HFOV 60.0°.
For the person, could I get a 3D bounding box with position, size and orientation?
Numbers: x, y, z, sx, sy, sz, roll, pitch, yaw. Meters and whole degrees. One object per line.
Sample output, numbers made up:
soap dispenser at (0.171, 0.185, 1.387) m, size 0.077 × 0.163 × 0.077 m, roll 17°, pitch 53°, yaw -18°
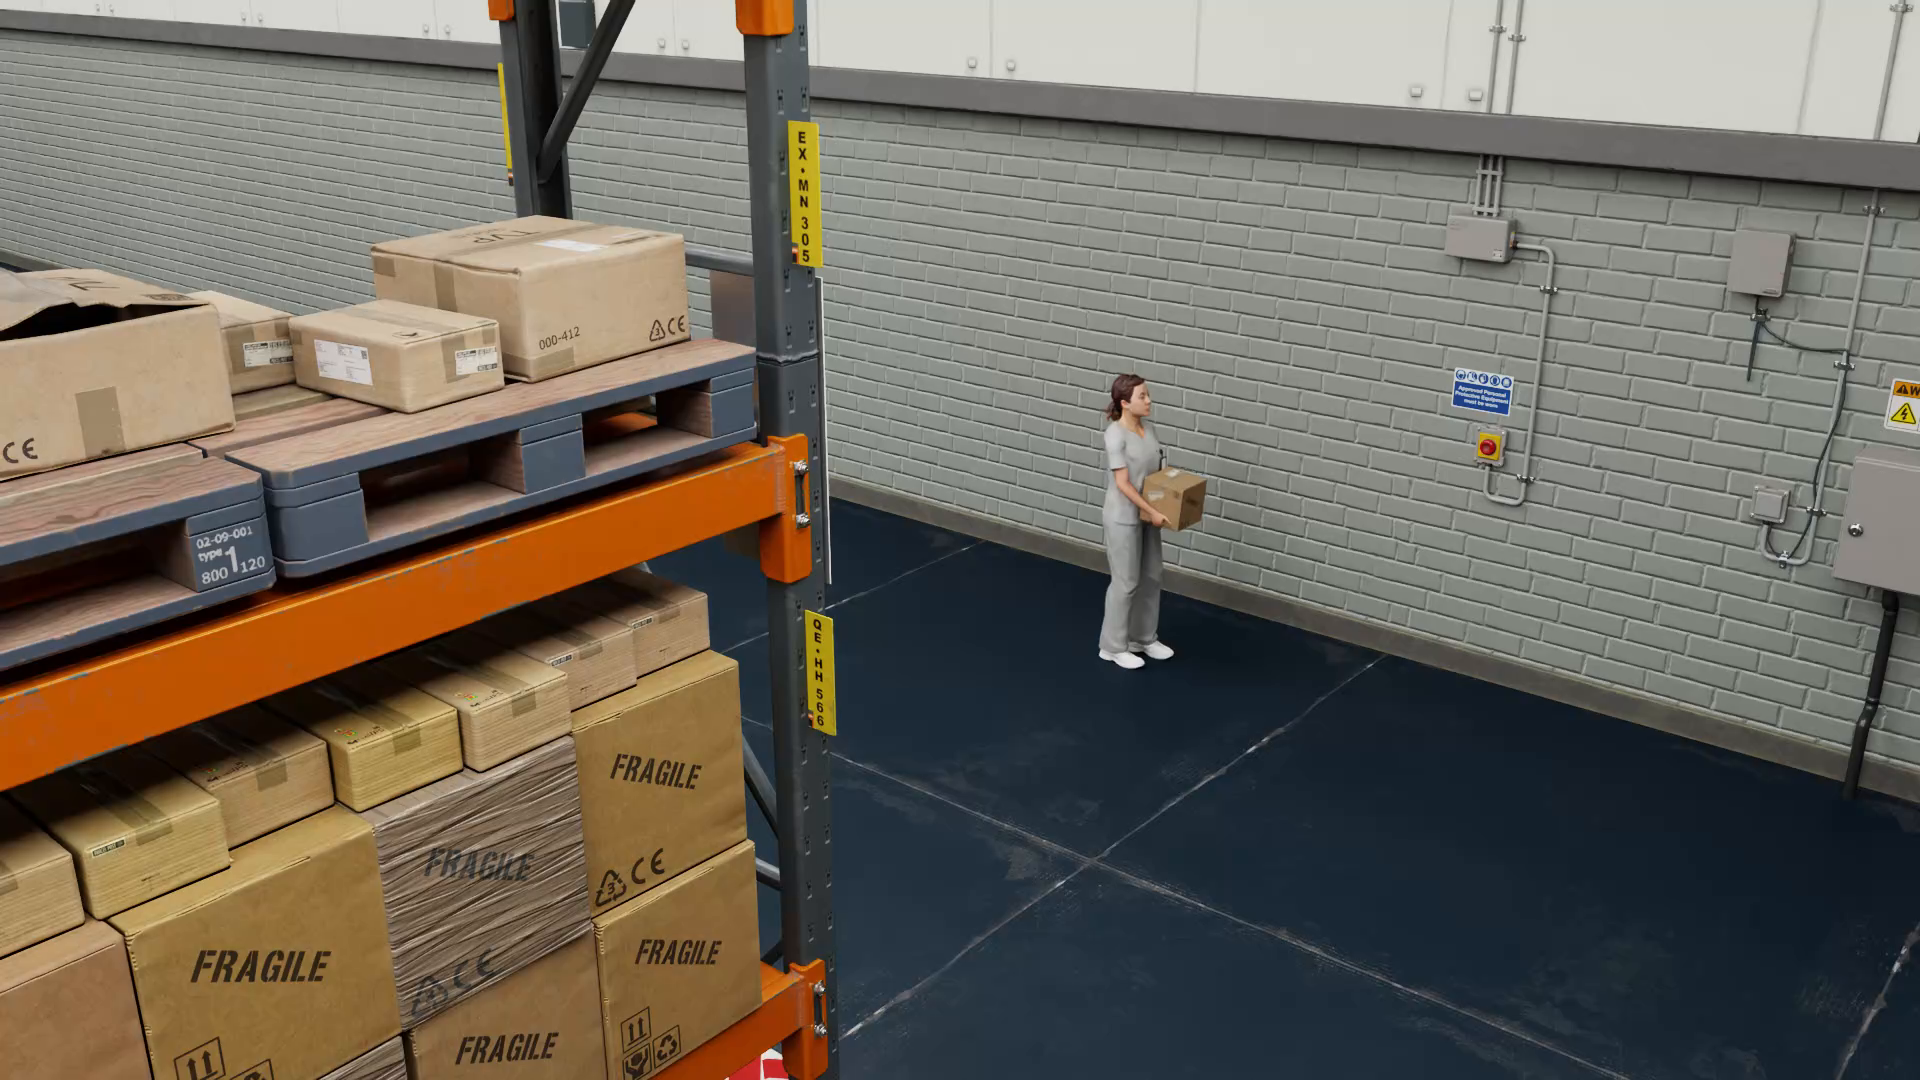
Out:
person at (1.036, -0.102, 9.360) m, size 0.535 × 1.667 × 0.447 m, roll 16°, pitch 25°, yaw 36°
